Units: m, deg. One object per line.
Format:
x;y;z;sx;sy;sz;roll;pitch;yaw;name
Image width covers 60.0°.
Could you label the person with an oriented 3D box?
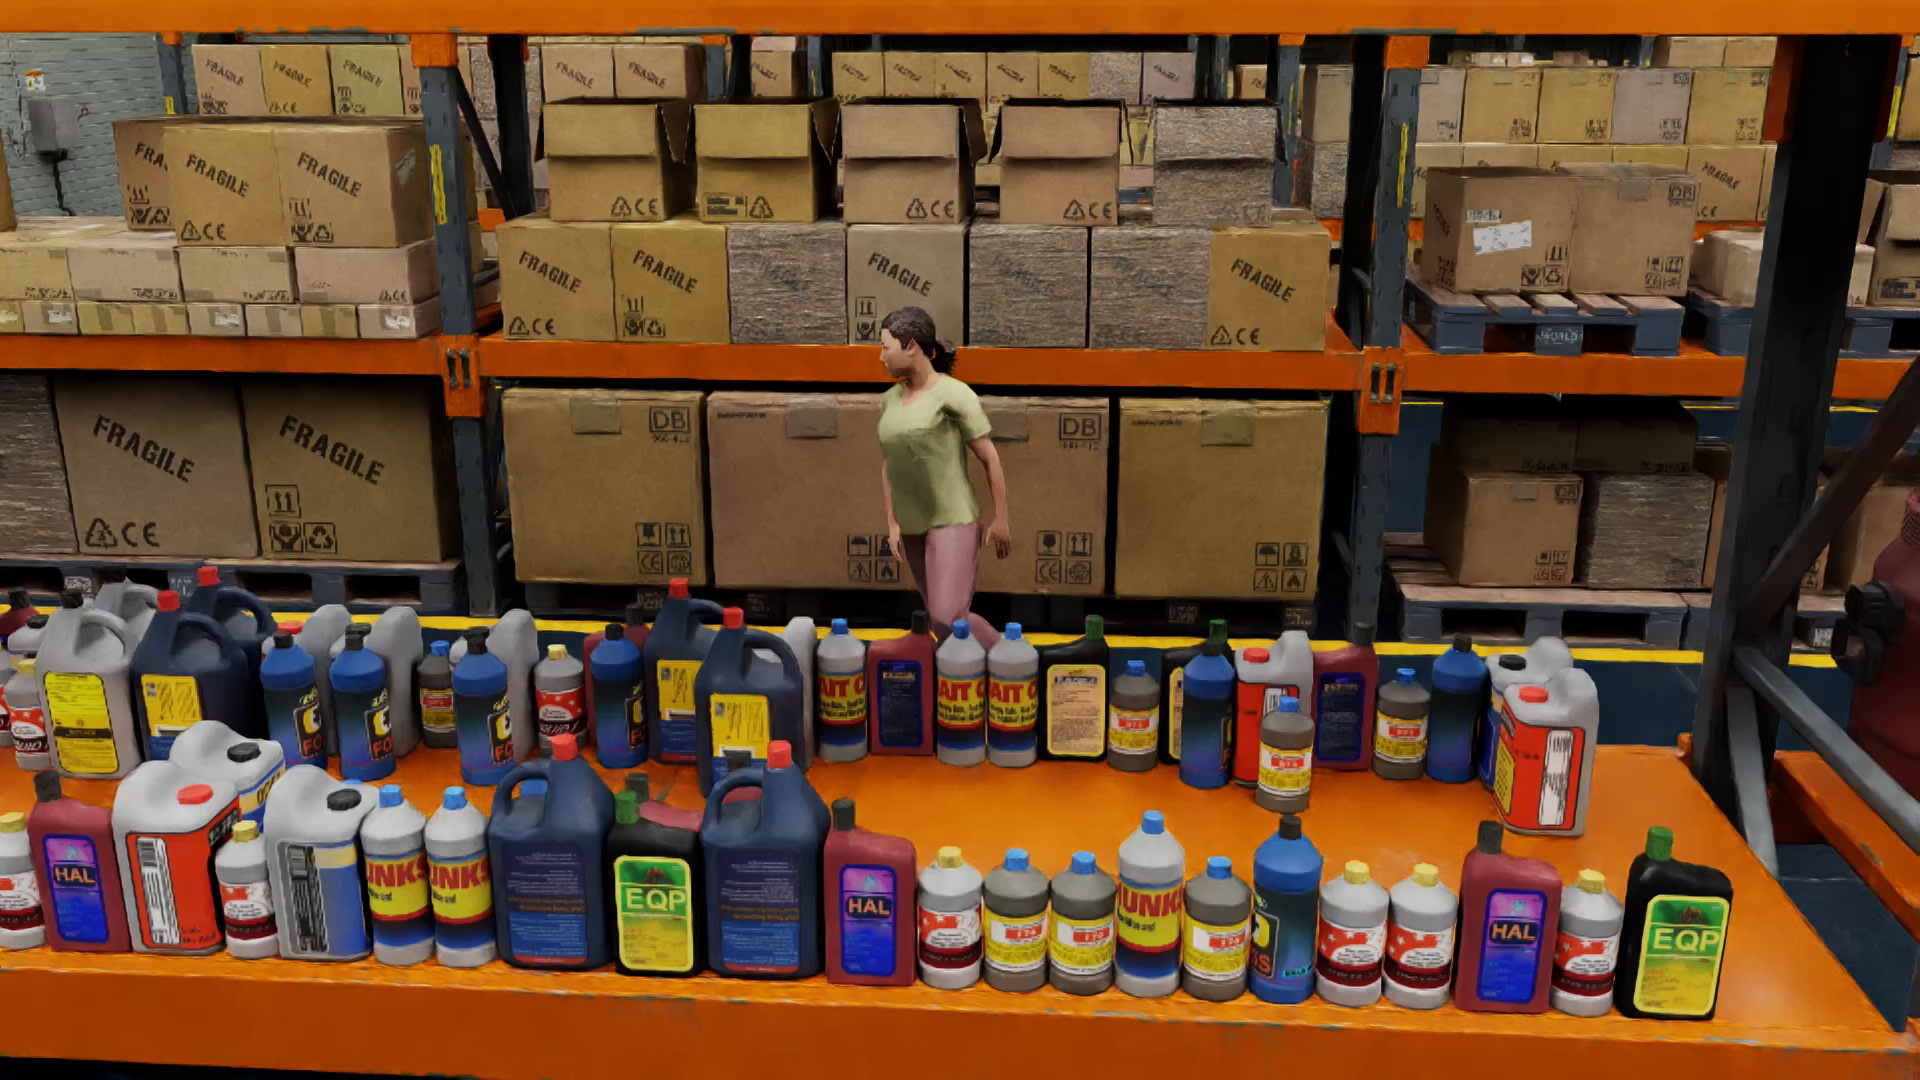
-0.046;-0.031;6.148;0.652;1.634;0.494;13;22;35;person
